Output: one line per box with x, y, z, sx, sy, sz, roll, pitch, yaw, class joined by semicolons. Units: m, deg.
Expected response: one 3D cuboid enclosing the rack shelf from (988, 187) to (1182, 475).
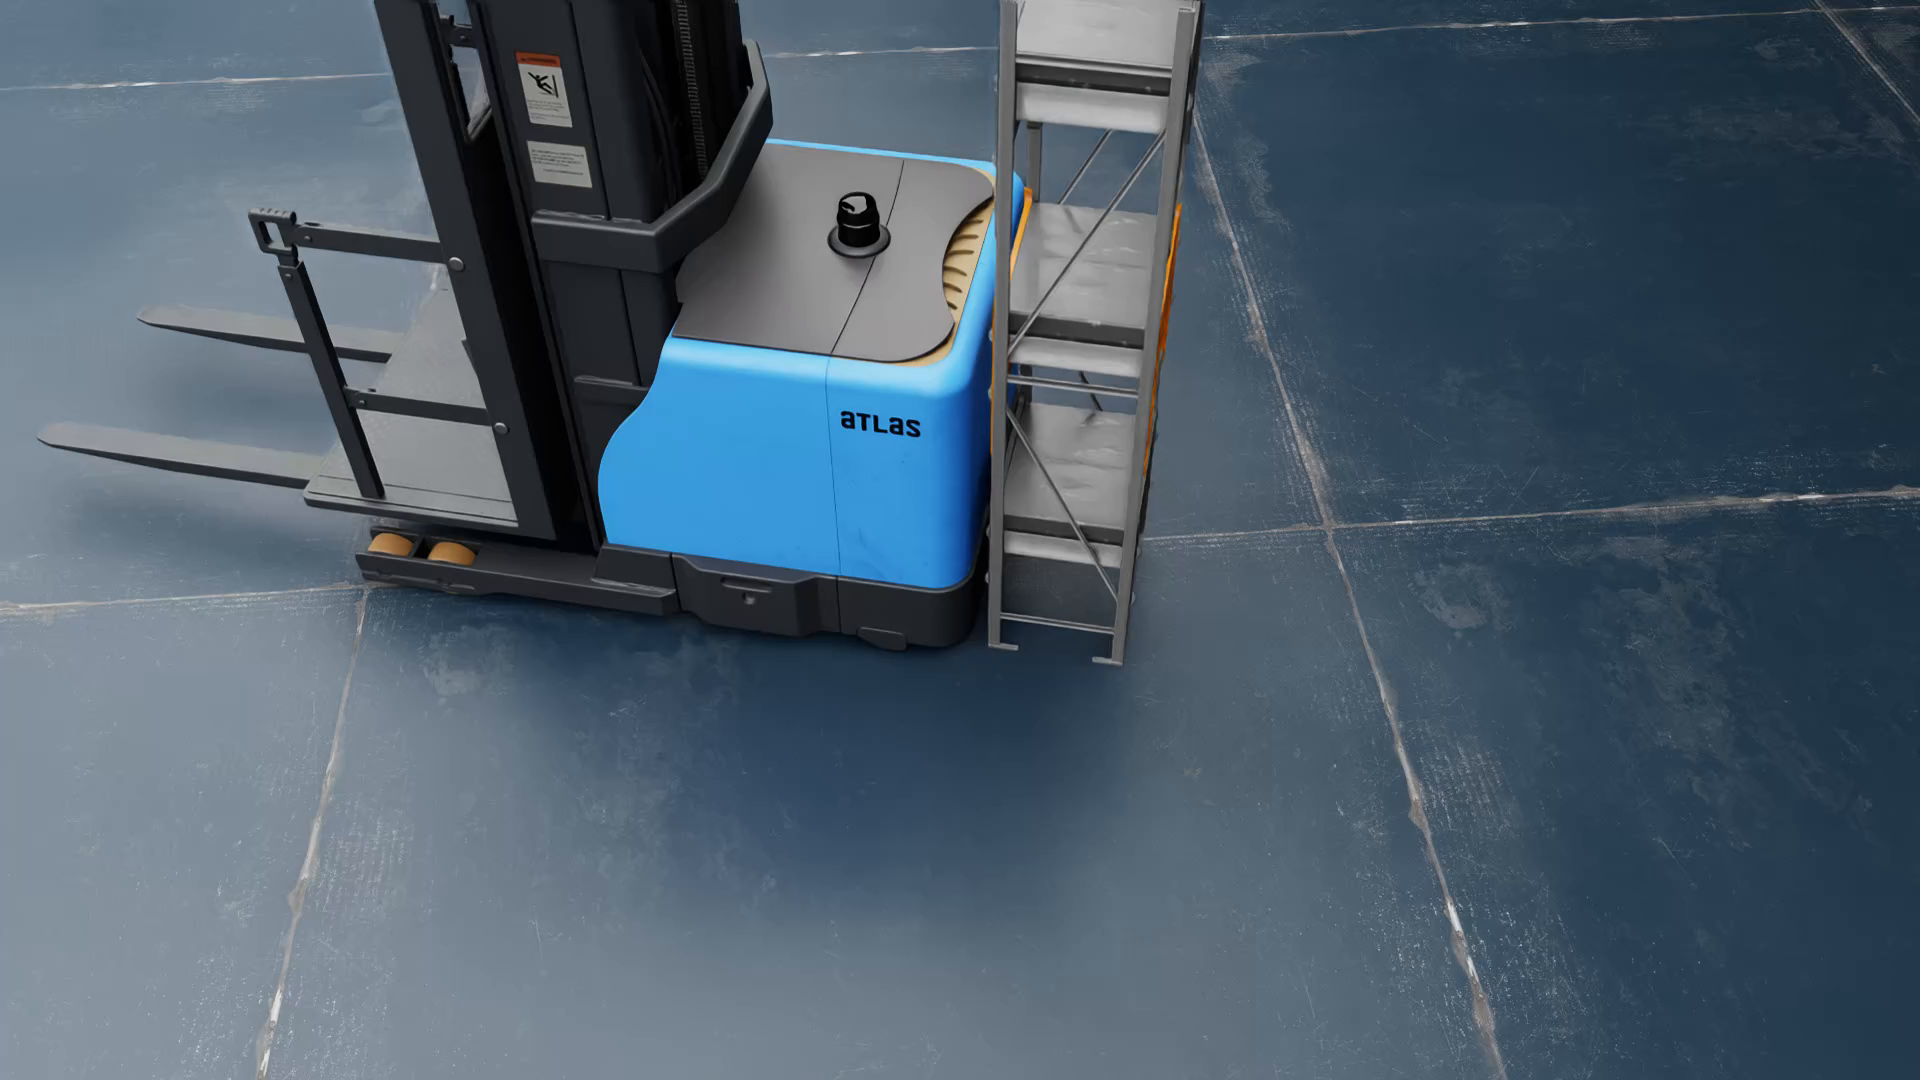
0.327;-0.545;4.339;0.431;0.518;0.480;8;47;7;rack shelf

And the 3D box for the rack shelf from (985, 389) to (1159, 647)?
0.327;-0.064;4.847;0.431;0.518;0.480;8;47;7;rack shelf

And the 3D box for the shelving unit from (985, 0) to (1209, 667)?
0.327;-0.555;4.329;0.431;2.100;0.503;8;47;7;shelving unit

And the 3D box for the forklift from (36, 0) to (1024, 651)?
-1.369;-1.211;4.378;3.031;2.935;1.130;8;47;7;forklift

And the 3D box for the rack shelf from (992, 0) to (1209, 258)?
0.327;-1.027;3.831;0.431;0.518;0.480;8;47;7;rack shelf

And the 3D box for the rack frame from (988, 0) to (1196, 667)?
0.282;-0.381;4.164;0.400;2.100;0.015;8;47;7;rack frame

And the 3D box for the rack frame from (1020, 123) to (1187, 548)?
0.372;-0.729;4.494;0.400;2.100;0.015;8;47;7;rack frame
